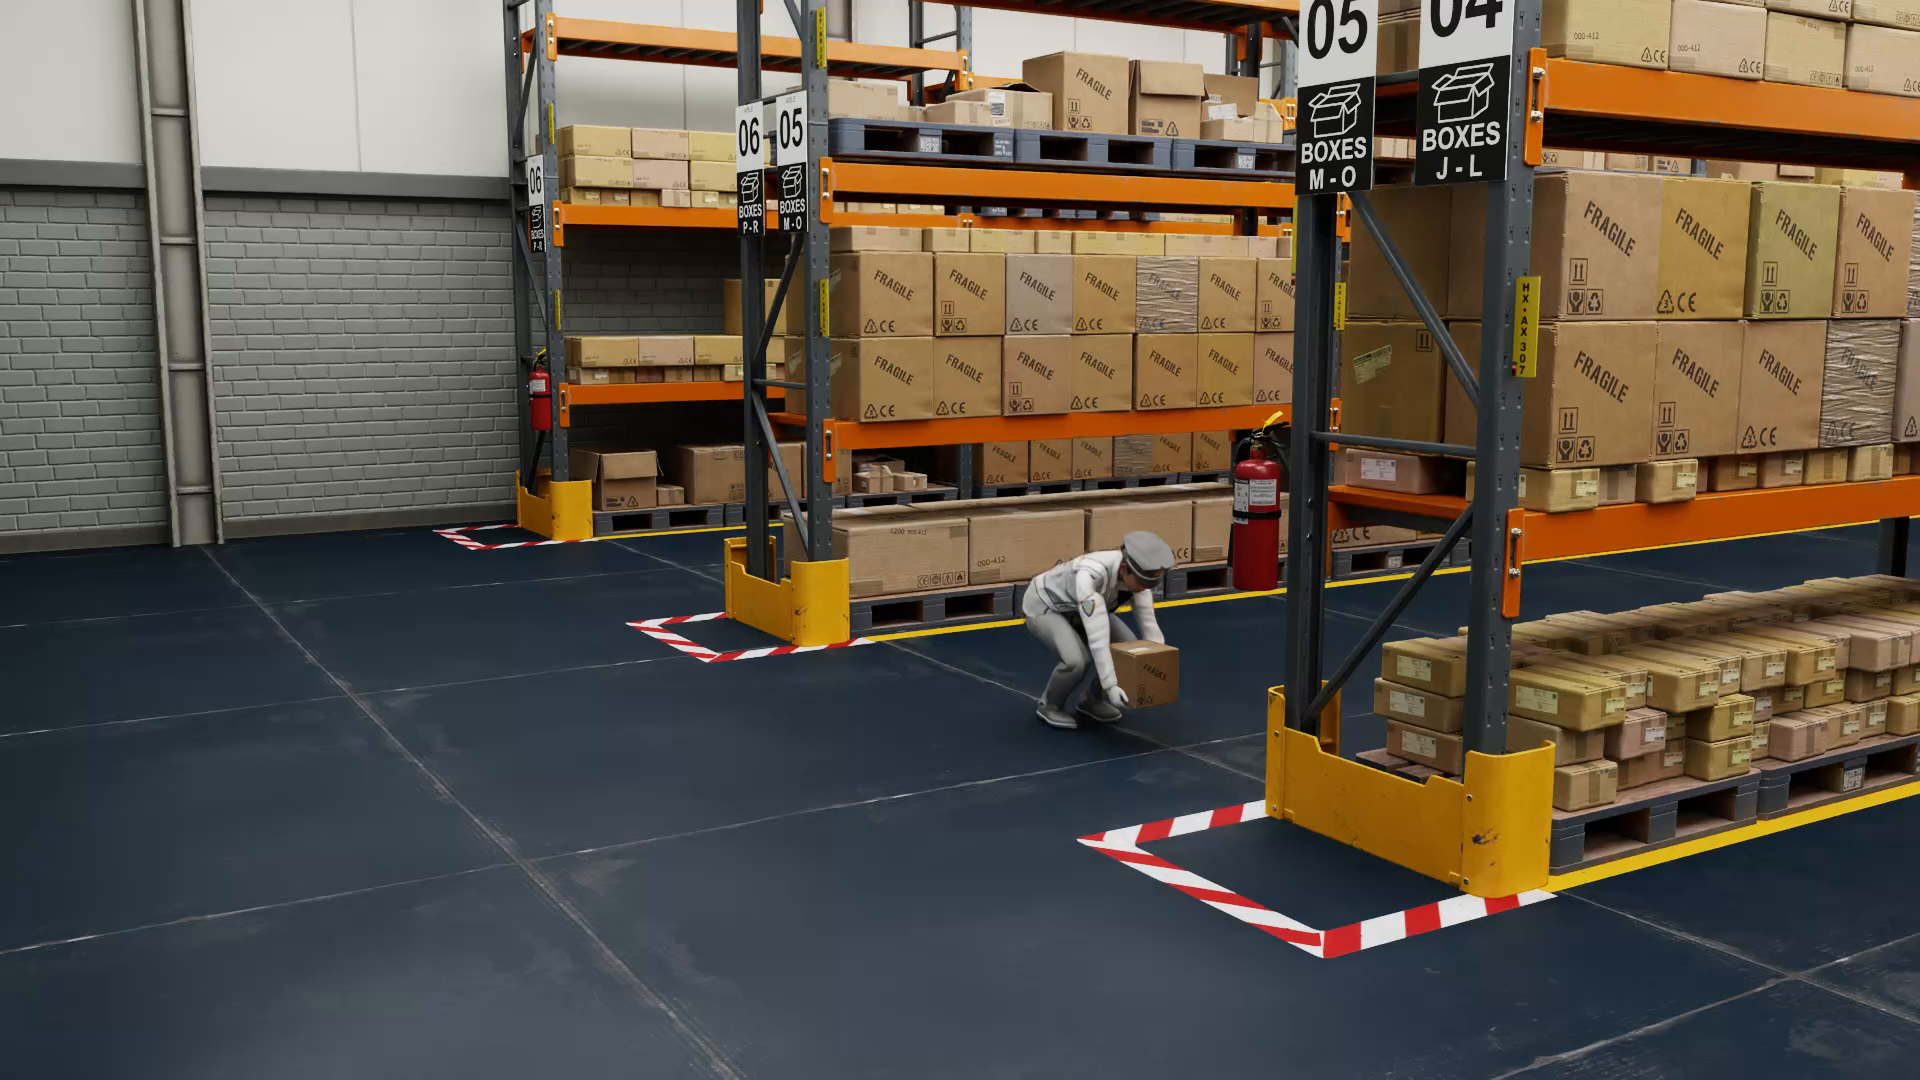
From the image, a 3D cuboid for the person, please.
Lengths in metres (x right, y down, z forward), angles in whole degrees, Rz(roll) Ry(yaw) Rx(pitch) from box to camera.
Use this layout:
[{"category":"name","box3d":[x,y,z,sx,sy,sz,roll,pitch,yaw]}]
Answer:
[{"category":"person","box3d":[0.654,0.416,7.887,0.459,0.979,0.869,-5,10,-32]}]
